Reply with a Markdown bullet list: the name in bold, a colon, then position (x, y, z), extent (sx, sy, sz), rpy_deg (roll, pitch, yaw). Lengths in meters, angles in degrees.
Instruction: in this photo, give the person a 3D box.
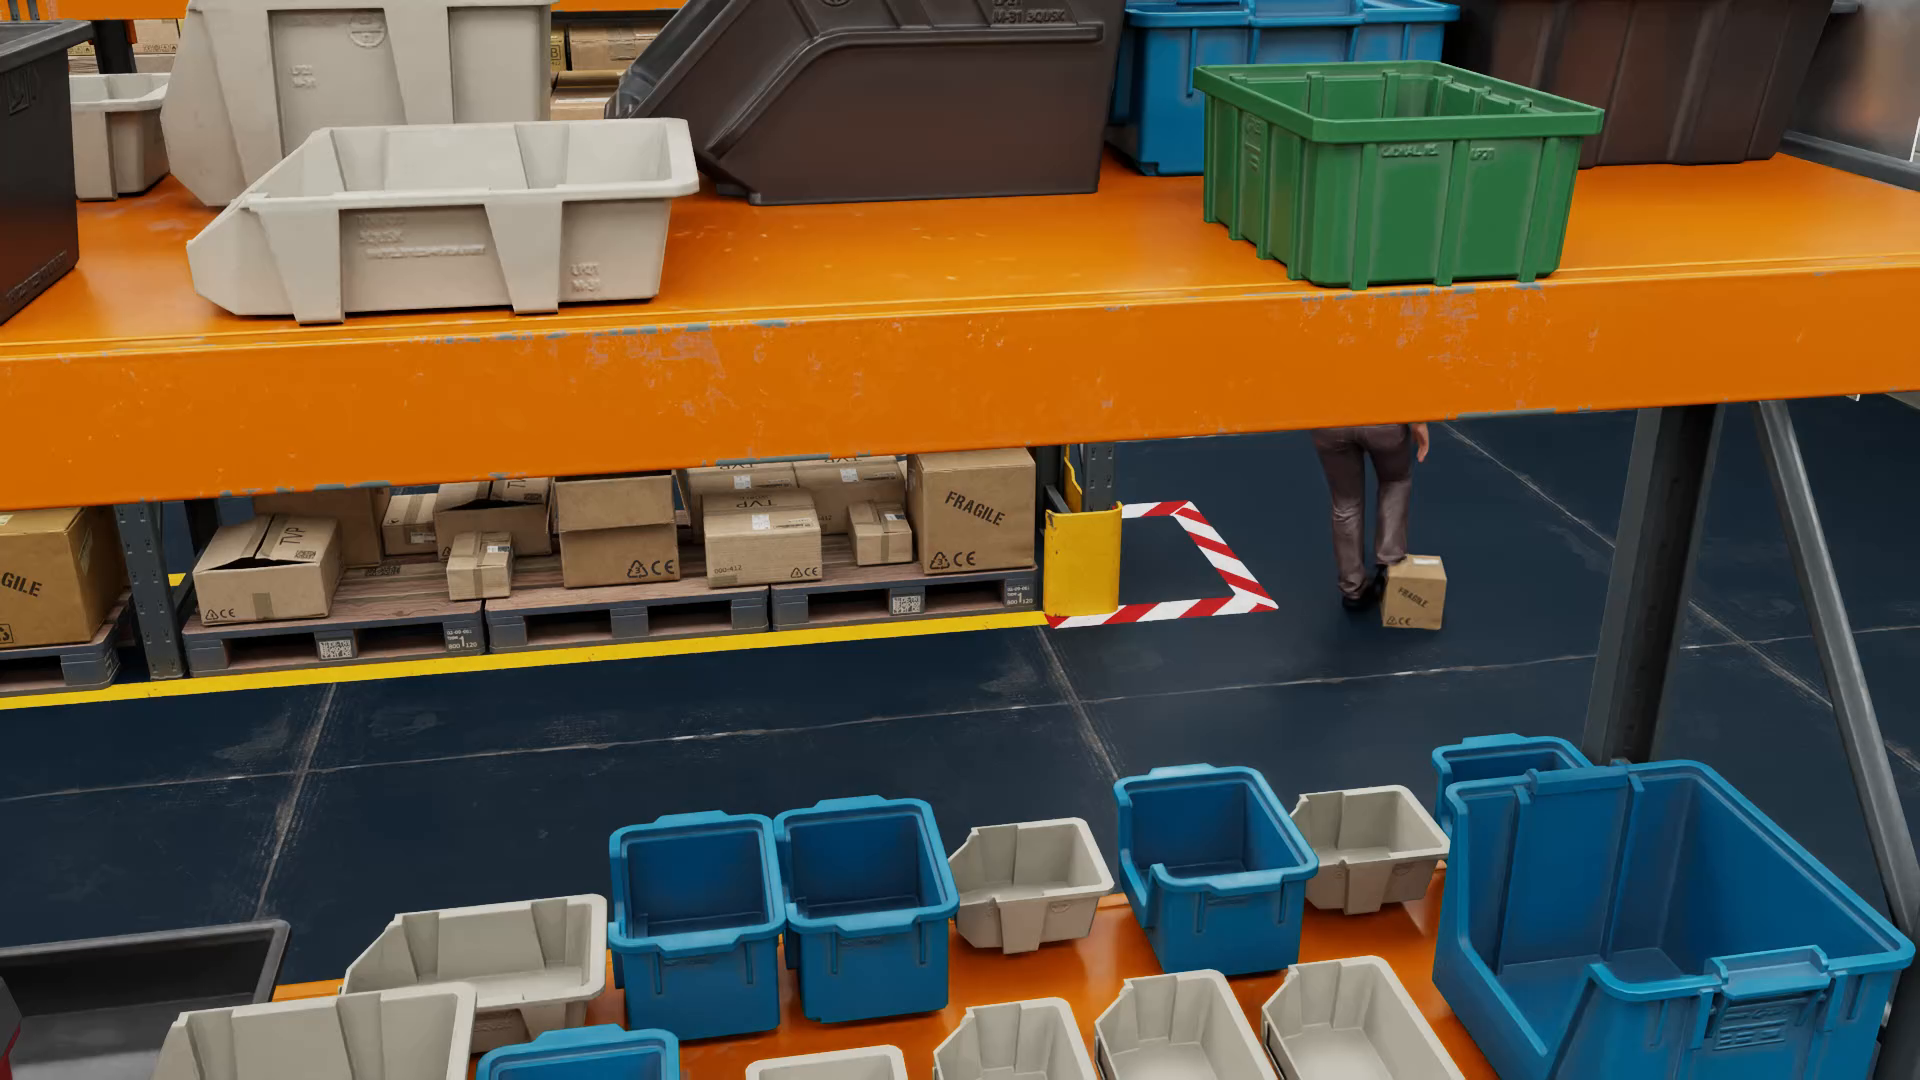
- **person**: position (1.778, -0.526, 7.352), extent (0.609, 1.733, 0.458), rpy_deg (8, 24, 18)
